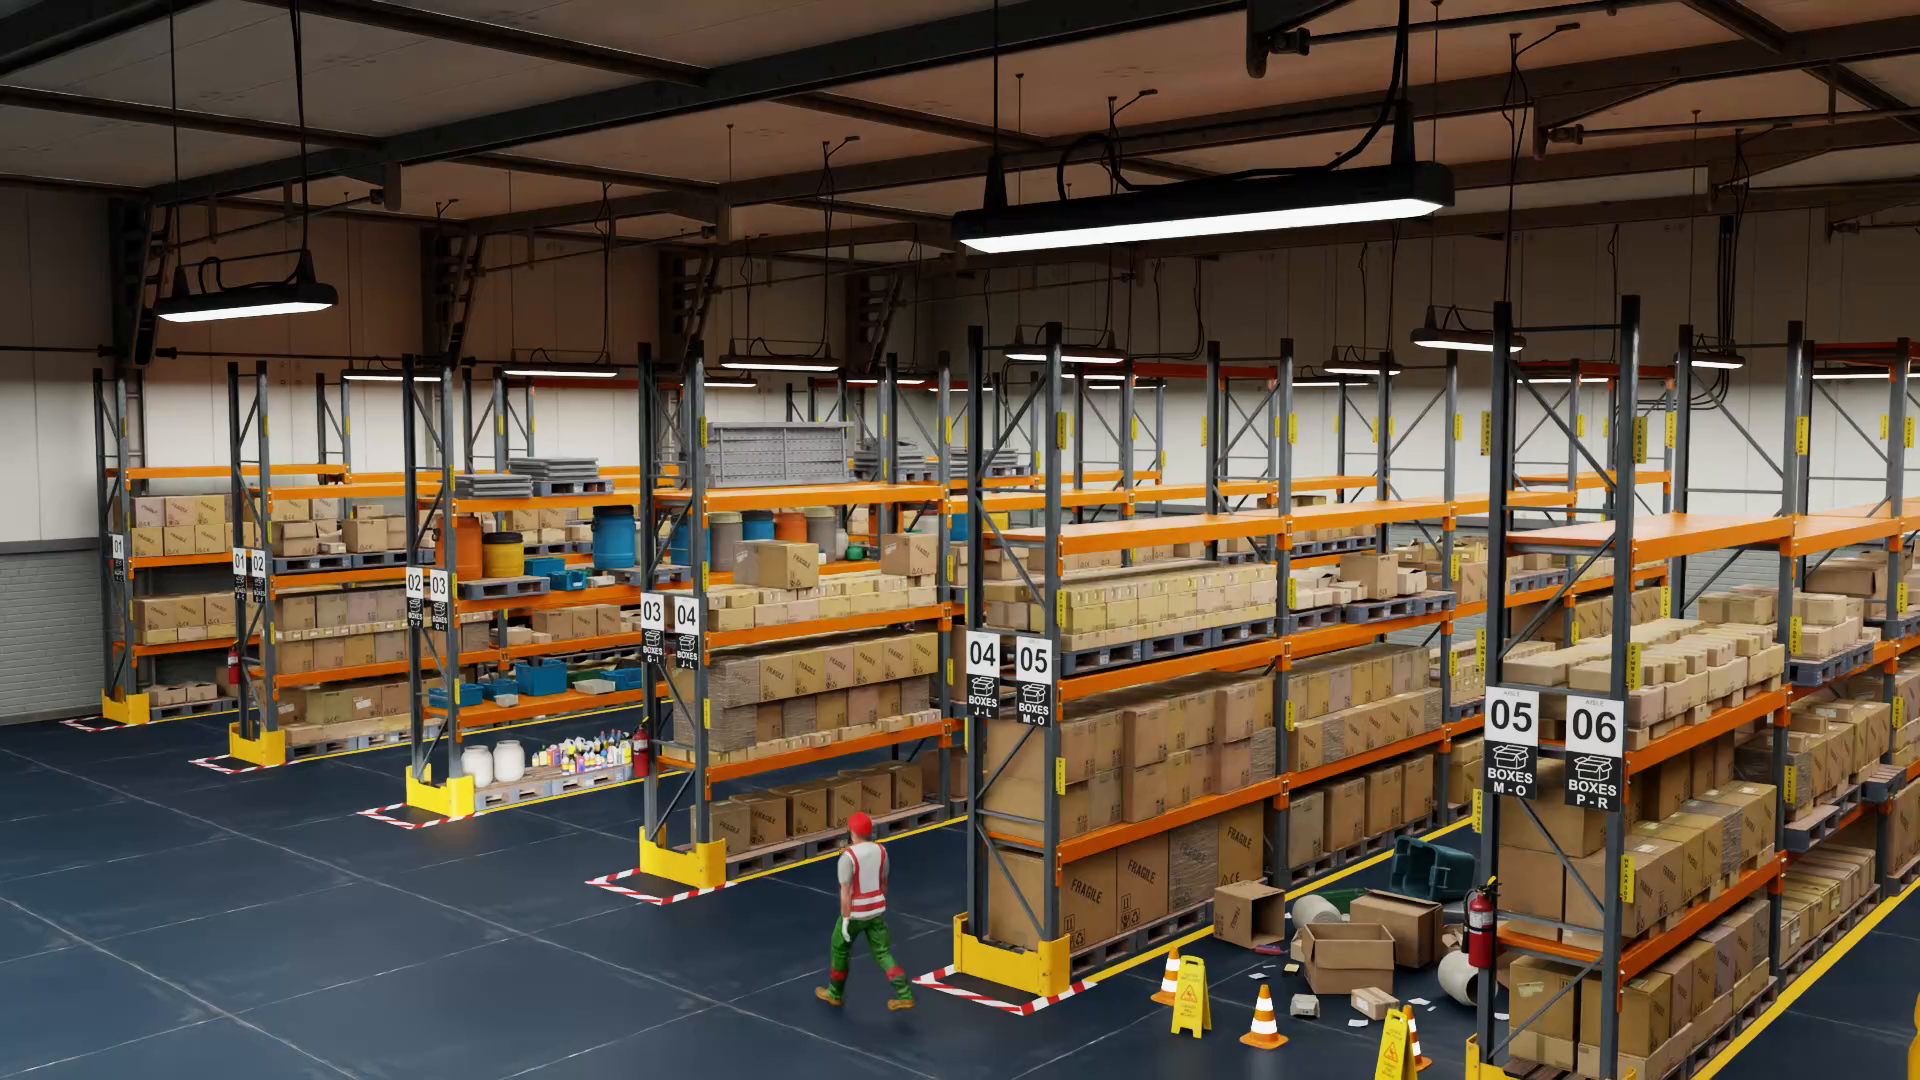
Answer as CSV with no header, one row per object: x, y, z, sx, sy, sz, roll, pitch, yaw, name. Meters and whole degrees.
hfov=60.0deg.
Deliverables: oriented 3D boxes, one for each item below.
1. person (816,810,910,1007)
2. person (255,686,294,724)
-0.872,3.223,14.436,1.010,1.756,0.545,4,6,44,person
-11.524,2.260,28.147,0.502,1.617,0.978,0,4,-2,person
